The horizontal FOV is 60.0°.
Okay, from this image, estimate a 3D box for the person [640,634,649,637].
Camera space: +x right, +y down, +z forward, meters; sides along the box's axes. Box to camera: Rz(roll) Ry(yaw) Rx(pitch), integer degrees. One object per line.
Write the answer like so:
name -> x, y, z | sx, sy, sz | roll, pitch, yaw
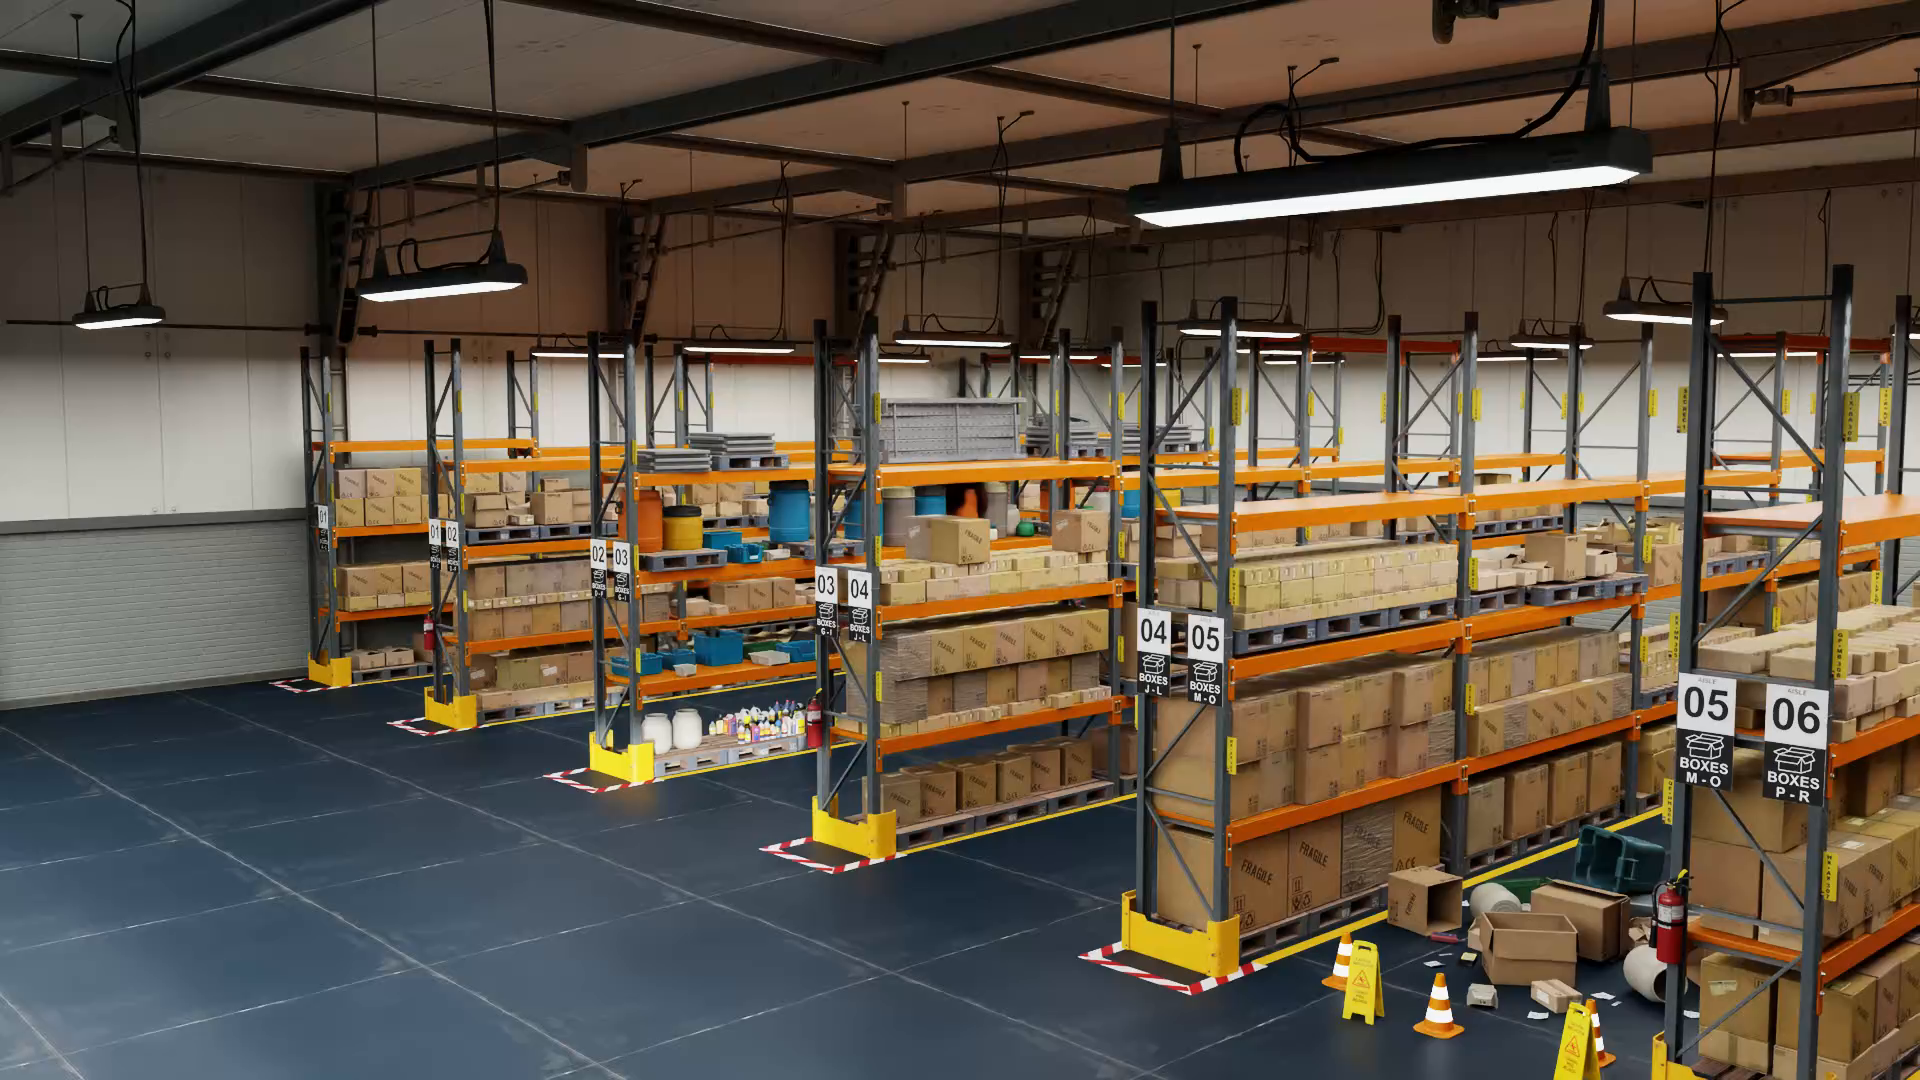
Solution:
person -> -6.059, 1.544, 31.580 | 0.701, 1.754, 0.823 | 4, 6, 38
